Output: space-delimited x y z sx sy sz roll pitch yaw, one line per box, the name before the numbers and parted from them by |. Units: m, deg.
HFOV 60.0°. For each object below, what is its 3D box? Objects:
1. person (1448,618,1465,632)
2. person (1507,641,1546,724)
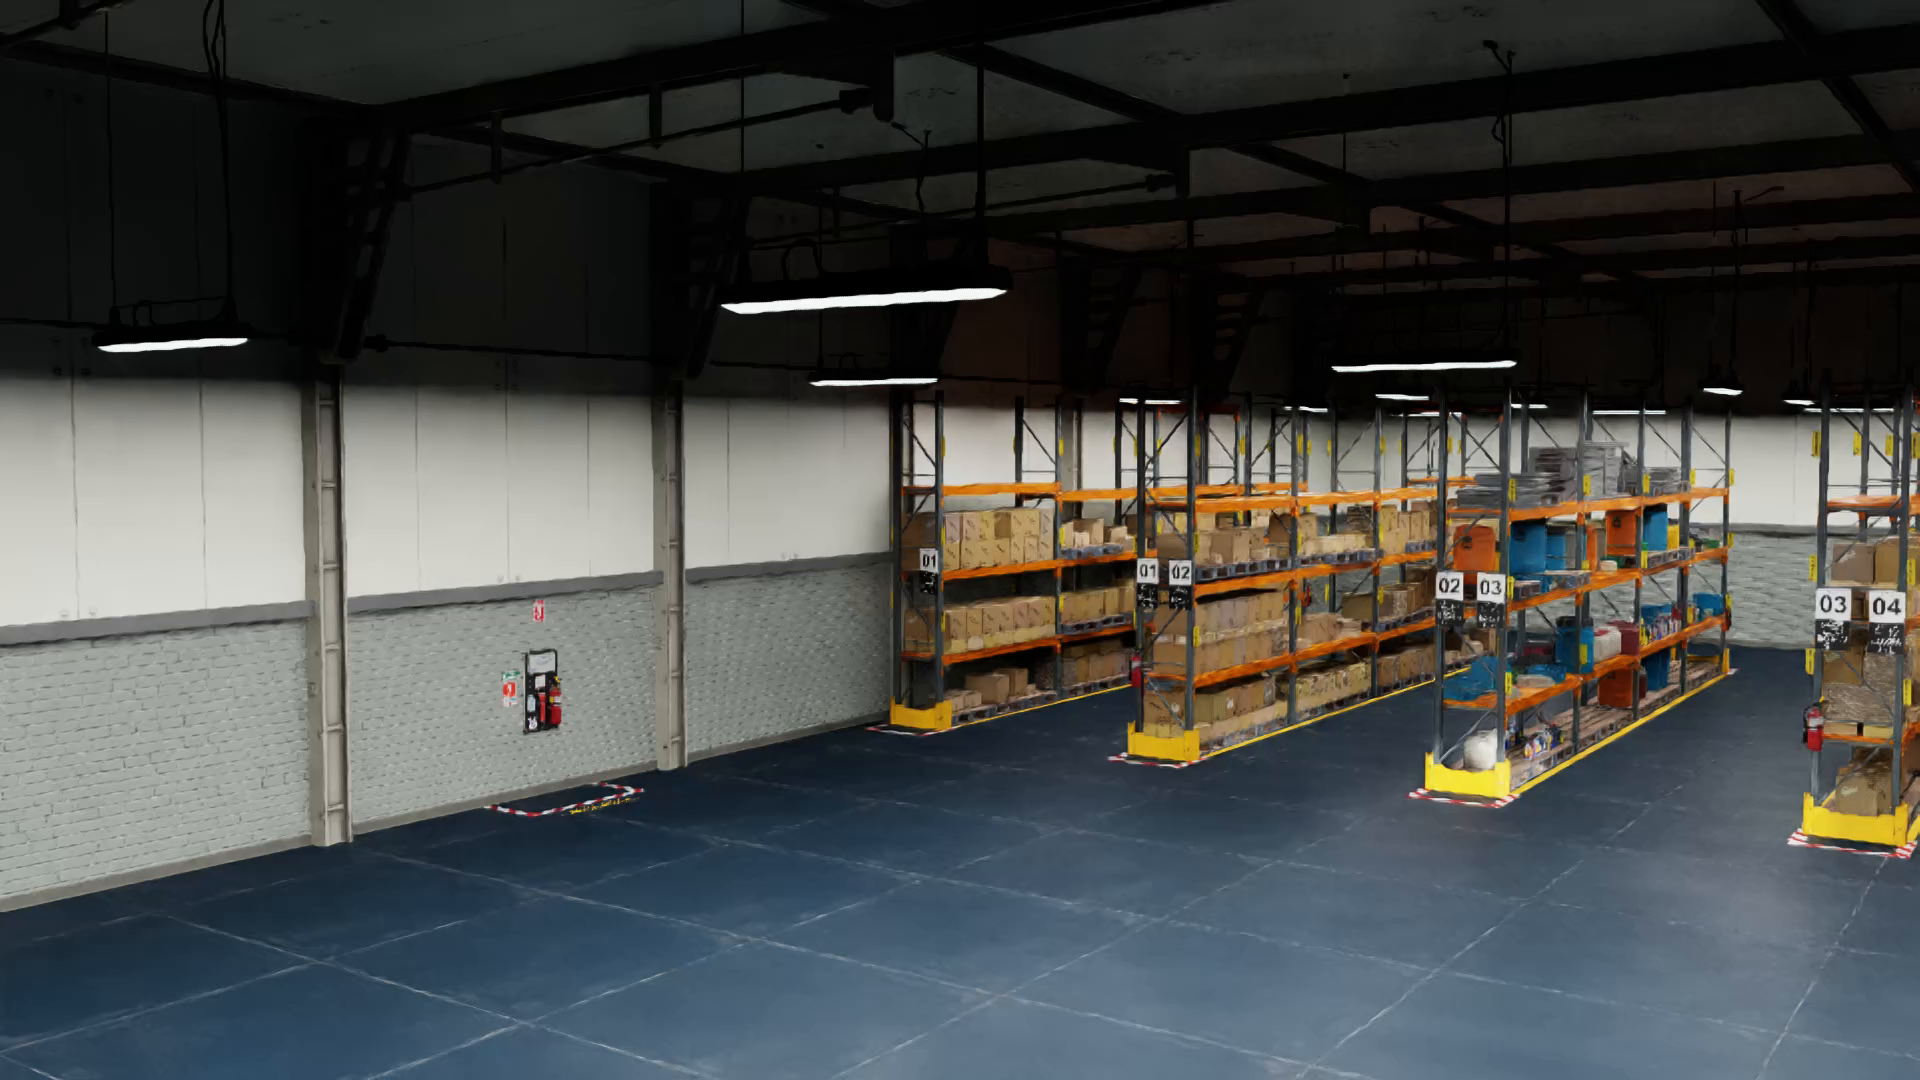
person | 12.802 1.794 42.808 0.556 1.586 0.453 0 3 -7
person | 9.891 2.558 29.099 0.925 1.606 0.521 -2 4 -34
